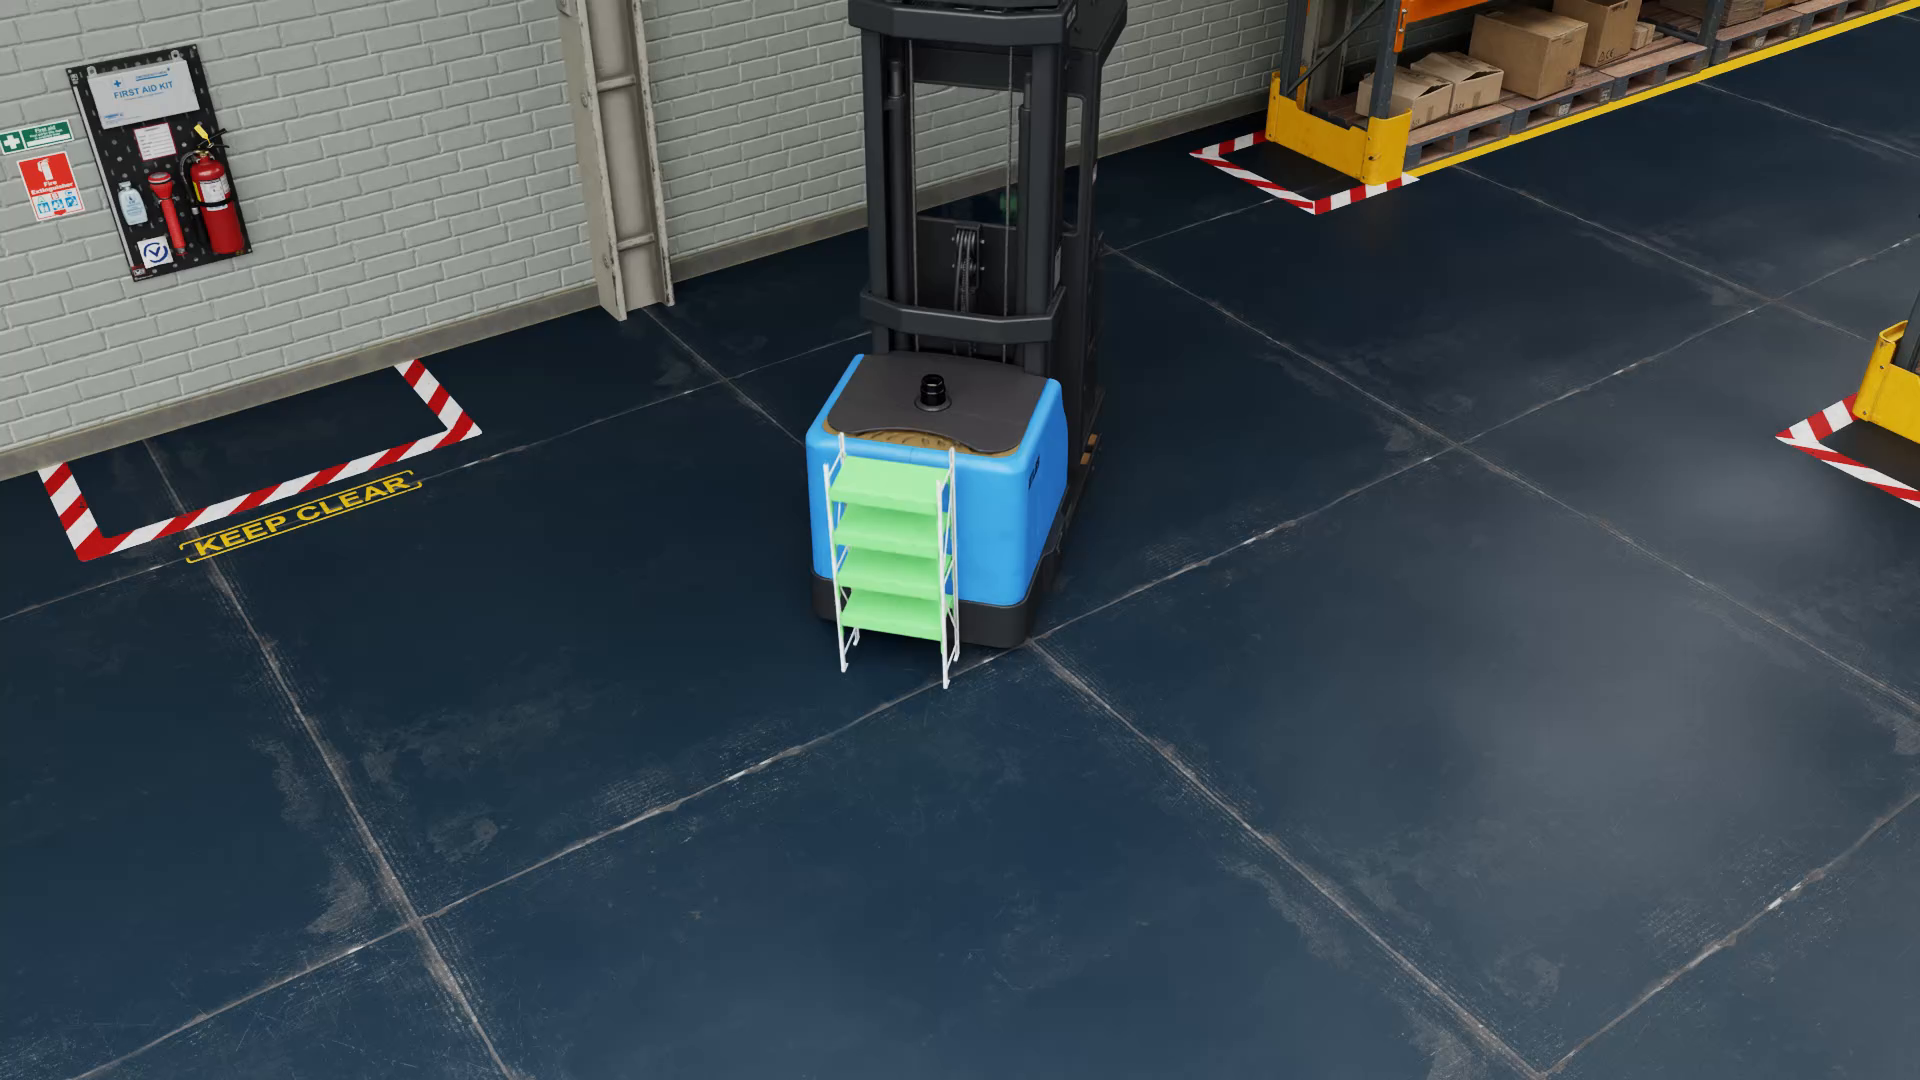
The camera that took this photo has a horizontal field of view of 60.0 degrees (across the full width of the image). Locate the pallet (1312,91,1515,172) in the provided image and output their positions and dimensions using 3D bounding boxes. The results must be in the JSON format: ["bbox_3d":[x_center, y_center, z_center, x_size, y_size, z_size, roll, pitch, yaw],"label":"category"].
[{"bbox_3d":[3.503,-3.257,12.911,1.213,0.211,1.003,-22,41,-28],"label":"pallet"}]

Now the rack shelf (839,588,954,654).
[{"bbox_3d":[-0.281,0.344,7.562,0.480,0.148,0.258,8,41,11],"label":"rack shelf"}]

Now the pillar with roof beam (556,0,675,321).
[{"bbox_3d":[0.406,-3.118,5.191,0.400,9.000,9.100,-22,41,-28],"label":"pillar with roof beam"}]

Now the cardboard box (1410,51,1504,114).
[{"bbox_3d":[3.839,-3.575,12.892,0.500,0.311,0.500,-19,40,-24],"label":"cardboard box"}]

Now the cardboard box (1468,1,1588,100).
[{"bbox_3d":[4.468,-3.875,13.146,0.500,0.500,0.700,-25,43,-31],"label":"cardboard box"}]

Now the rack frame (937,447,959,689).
[{"bbox_3d":[-0.050,0.144,7.319,0.015,1.200,0.240,8,41,11],"label":"rack frame"}]

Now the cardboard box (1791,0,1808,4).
[{"bbox_3d":[7.452,-5.222,15.019,0.500,0.500,0.700,-22,41,-27],"label":"cardboard box"}]

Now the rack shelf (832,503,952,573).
[{"bbox_3d":[-0.290,-0.025,7.255,0.480,0.148,0.258,8,41,11],"label":"rack shelf"}]

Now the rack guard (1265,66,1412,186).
[{"bbox_3d":[2.818,-3.118,12.470,0.348,0.500,1.175,-22,41,-28],"label":"rack guard"}]

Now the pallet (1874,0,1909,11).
[{"bbox_3d":[8.656,-5.403,15.896,1.213,0.211,1.003,-22,41,-28],"label":"pallet"}]

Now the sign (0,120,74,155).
[{"bbox_3d":[-4.619,-2.014,8.310,0.331,0.109,0.001,-22,41,-28],"label":"sign"}]

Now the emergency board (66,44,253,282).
[{"bbox_3d":[-4.116,-1.924,8.669,0.643,1.169,0.194,-22,41,-28],"label":"emergency board"}]

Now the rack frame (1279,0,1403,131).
[{"bbox_3d":[2.756,-4.107,11.704,0.127,3.000,1.000,-22,41,-28],"label":"rack frame"}]

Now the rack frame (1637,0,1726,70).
[{"bbox_3d":[6.026,-5.452,13.575,0.127,3.000,1.000,-22,41,-28],"label":"rack frame"}]

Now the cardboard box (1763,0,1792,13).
[{"bbox_3d":[7.011,-5.069,14.807,0.500,0.500,0.700,-23,42,-29],"label":"cardboard box"}]

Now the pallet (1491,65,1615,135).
[{"bbox_3d":[4.499,-3.665,13.478,1.213,0.211,1.003,-22,41,-28],"label":"pallet"}]

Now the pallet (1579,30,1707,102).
[{"bbox_3d":[5.497,-4.077,14.052,1.213,0.211,1.003,-22,41,-28],"label":"pallet"}]

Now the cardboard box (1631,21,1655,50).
[{"bbox_3d":[5.606,-4.286,14.004,0.250,0.166,0.380,-28,44,-33],"label":"cardboard box"}]

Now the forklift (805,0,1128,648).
[{"bbox_3d":[0.159,-1.546,8.203,1.130,2.935,3.031,9,37,12],"label":"forklift"}]

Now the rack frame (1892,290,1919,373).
[{"bbox_3d":[5.613,-1.744,8.419,0.127,3.000,1.000,-22,41,-28],"label":"rack frame"}]

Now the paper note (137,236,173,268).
[{"bbox_3d":[-4.301,-1.540,8.890,0.142,0.148,0.016,-22,41,-28],"label":"paper note"}]

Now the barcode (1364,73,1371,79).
[{"bbox_3d":[3.158,-3.584,12.896,0.075,0.075,0.001,-22,41,-28],"label":"barcode"}]

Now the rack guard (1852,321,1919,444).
[{"bbox_3d":[5.593,-0.721,9.138,0.348,0.500,1.175,-22,41,-28],"label":"rack guard"}]

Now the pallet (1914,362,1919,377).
[{"bbox_3d":[6.214,-0.889,9.619,1.213,0.211,1.003,-22,41,-28],"label":"pallet"}]

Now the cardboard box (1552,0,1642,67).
[{"bbox_3d":[5.200,-4.248,13.665,0.500,0.500,0.500,-26,43,-31],"label":"cardboard box"}]

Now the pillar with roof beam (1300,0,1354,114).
[{"bbox_3d":[5.310,-5.136,7.997,0.400,9.000,9.100,-22,41,-28],"label":"pillar with roof beam"}]

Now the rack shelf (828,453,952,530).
[{"bbox_3d":[-0.294,-0.210,7.101,0.480,0.148,0.258,8,41,11],"label":"rack shelf"}]

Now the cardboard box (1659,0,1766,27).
[{"bbox_3d":[6.618,-4.871,14.532,0.500,0.500,0.700,-21,41,-26],"label":"cardboard box"}]

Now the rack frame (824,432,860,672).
[{"bbox_3d":[-0.523,0.076,7.415,0.015,1.200,0.240,8,41,11],"label":"rack frame"}]

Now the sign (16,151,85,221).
[{"bbox_3d":[-4.628,-1.802,8.469,0.234,0.329,0.001,-22,41,-28],"label":"sign"}]

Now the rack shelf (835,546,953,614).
[{"bbox_3d":[-0.285,0.159,7.408,0.480,0.148,0.258,8,41,11],"label":"rack shelf"}]

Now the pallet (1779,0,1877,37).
[{"bbox_3d":[7.659,-4.995,15.328,1.213,0.211,1.003,-22,41,-28],"label":"pallet"}]

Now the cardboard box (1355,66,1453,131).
[{"bbox_3d":[3.373,-3.384,12.625,0.500,0.311,0.500,-28,44,-33],"label":"cardboard box"}]

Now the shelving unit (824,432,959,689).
[{"bbox_3d":[-0.286,0.110,7.367,0.503,1.200,0.258,8,41,11],"label":"shelving unit"}]

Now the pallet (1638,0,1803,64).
[{"bbox_3d":[6.661,-4.583,14.754,1.213,0.211,1.003,-22,41,-28],"label":"pallet"}]

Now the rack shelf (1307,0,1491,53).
[{"bbox_3d":[4.391,-4.487,12.850,4.000,0.370,1.077,-22,41,-28],"label":"rack shelf"}]
